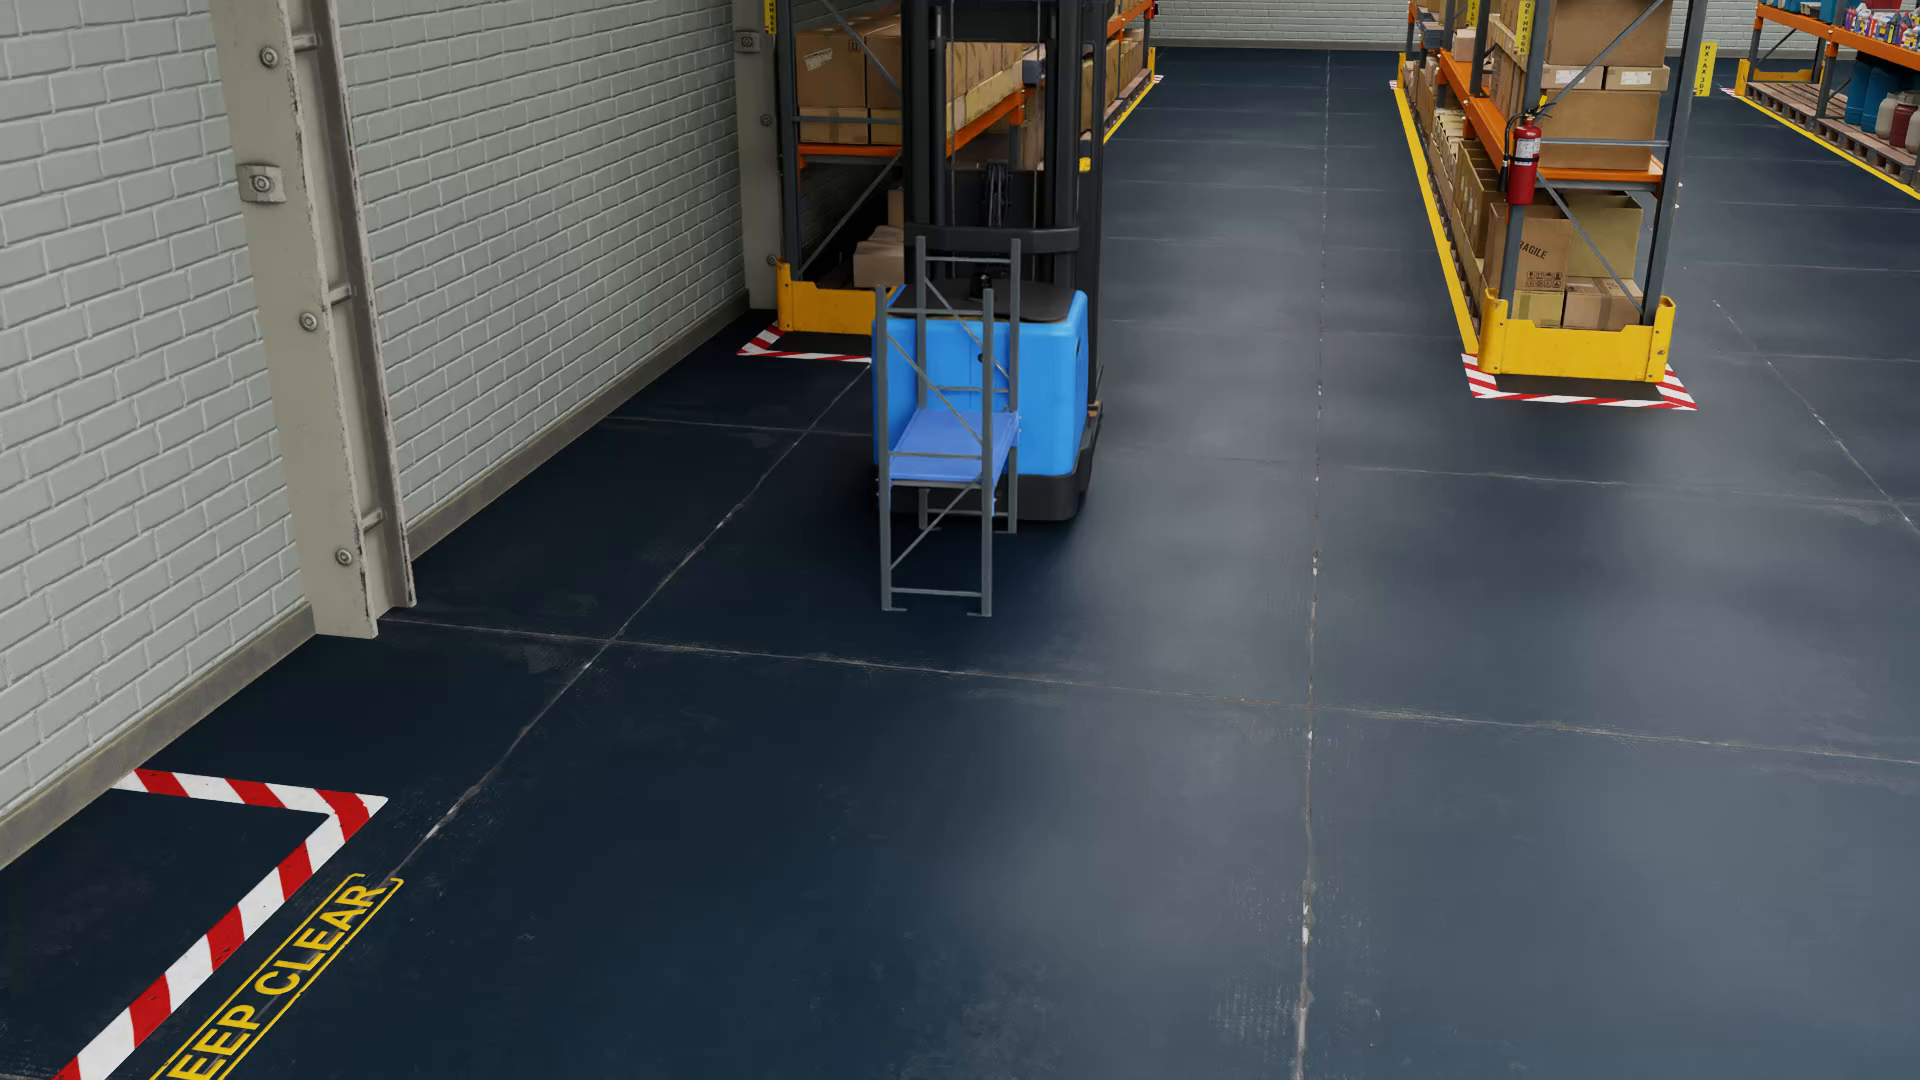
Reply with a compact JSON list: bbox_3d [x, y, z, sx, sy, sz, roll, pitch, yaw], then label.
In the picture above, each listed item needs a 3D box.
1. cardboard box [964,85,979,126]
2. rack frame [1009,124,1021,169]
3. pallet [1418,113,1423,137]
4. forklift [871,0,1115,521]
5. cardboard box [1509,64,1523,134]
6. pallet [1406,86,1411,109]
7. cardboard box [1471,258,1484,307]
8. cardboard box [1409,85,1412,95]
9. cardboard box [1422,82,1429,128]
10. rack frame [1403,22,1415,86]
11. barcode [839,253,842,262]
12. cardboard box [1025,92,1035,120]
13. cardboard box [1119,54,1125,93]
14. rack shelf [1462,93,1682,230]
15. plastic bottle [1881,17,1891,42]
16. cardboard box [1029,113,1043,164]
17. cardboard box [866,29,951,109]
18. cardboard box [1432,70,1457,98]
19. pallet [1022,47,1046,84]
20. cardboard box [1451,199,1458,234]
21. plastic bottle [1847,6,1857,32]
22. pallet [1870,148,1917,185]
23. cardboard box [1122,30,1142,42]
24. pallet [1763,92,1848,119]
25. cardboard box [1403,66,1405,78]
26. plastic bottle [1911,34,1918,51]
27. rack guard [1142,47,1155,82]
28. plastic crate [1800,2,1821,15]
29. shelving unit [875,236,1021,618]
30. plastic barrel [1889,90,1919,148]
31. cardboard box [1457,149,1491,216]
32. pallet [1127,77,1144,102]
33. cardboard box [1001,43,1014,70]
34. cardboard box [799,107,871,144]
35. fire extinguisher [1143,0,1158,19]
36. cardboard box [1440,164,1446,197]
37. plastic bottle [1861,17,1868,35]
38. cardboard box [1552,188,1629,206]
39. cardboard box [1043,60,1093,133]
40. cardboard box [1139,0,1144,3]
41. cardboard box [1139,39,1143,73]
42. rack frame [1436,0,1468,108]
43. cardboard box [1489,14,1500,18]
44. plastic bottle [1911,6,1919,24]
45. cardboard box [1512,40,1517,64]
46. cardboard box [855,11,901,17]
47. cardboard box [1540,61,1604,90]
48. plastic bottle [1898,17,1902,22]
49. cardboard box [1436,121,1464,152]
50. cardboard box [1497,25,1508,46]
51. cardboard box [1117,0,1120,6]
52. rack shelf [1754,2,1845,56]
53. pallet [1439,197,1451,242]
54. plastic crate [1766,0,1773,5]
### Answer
[{"bbox_3d":[-0.143,-3.386,12.919,0.500,0.250,0.500,4,22,10],"label":"cardboard box"},{"bbox_3d":[0.061,-4.378,15.209,1.000,3.000,0.127,4,22,11],"label":"rack frame"},{"bbox_3d":[6.415,-5.334,21.314,1.003,0.211,1.213,4,22,11],"label":"pallet"},{"bbox_3d":[0.267,-1.970,9.322,1.130,2.935,3.031,3,22,8],"label":"forklift"},{"bbox_3d":[4.516,-3.321,12.451,0.700,0.500,0.500,5,23,13],"label":"cardboard box"},{"bbox_3d":[6.932,-6.332,23.795,1.003,0.211,1.213,4,22,11],"label":"pallet"},{"bbox_3d":[4.006,-1.861,12.077,0.500,0.250,0.500,4,22,11],"label":"cardboard box"},{"bbox_3d":[6.400,-6.181,22.913,0.380,0.149,0.250,4,22,11],"label":"cardboard box"},{"bbox_3d":[5.896,-5.251,20.133,0.500,0.500,0.500,4,22,9],"label":"cardboard box"},{"bbox_3d":[7.360,-8.390,25.171,1.000,3.000,0.127,4,22,11],"label":"rack frame"},{"bbox_3d":[-0.913,-2.159,12.698,0.001,0.075,0.075,4,22,11],"label":"barcode"},{"bbox_3d":[0.504,-4.574,17.448,0.500,0.250,0.500,4,22,11],"label":"cardboard box"},{"bbox_3d":[1.947,-6.605,23.522,0.700,0.500,0.500,5,22,12],"label":"cardboard box"},{"bbox_3d":[4.504,-2.937,12.593,1.077,0.370,4.000,4,22,11],"label":"rack shelf"},{"bbox_3d":[10.618,-5.849,19.034,0.097,0.271,0.097,0,22,0],"label":"plastic bottle"},{"bbox_3d":[0.489,-4.255,17.660,0.700,0.500,0.500,4,22,11],"label":"cardboard box"},{"bbox_3d":[-0.363,-3.354,11.837,0.500,0.500,0.500,4,22,11],"label":"cardboard box"},{"bbox_3d":[5.696,-5.238,19.097,0.500,0.250,0.500,5,23,13],"label":"cardboard box"},{"bbox_3d":[0.360,-4.557,15.911,1.003,0.211,1.213,4,22,11],"label":"pallet"},{"bbox_3d":[4.520,-2.775,14.346,0.500,0.250,0.500,4,22,11],"label":"cardboard box"},{"bbox_3d":[10.873,-6.344,20.247,0.061,0.283,0.133,4,22,11],"label":"plastic bottle"},{"bbox_3d":[10.696,-4.084,18.211,1.003,0.211,1.213,4,22,11],"label":"pallet"},{"bbox_3d":[2.566,-7.685,25.335,0.380,0.149,0.250,5,22,12],"label":"cardboard box"},{"bbox_3d":[11.751,-5.974,22.905,1.003,0.211,1.213,4,22,11],"label":"pallet"},{"bbox_3d":[6.887,-7.062,25.076,0.380,0.166,0.250,4,22,11],"label":"cardboard box"},{"bbox_3d":[10.389,-5.406,18.027,0.097,0.201,0.097,0,22,0],"label":"plastic bottle"},{"bbox_3d":[2.515,-7.616,26.594,1.175,0.500,0.348,4,22,11],"label":"rack guard"},{"bbox_3d":[11.453,-7.114,22.274,0.293,0.136,0.466,4,22,11],"label":"plastic crate"},{"bbox_3d":[-0.035,-0.552,7.718,0.538,1.500,1.048,3,22,8],"label":"shelving unit"},{"bbox_3d":[10.890,-4.755,18.811,0.600,0.588,0.708,4,22,11],"label":"plastic barrel"},{"bbox_3d":[4.416,-2.940,13.752,0.500,0.500,0.500,4,22,11],"label":"cardboard box"},{"bbox_3d":[2.172,-6.730,24.781,1.003,0.211,1.213,4,22,11],"label":"pallet"},{"bbox_3d":[0.171,-4.286,14.151,0.500,0.500,0.500,4,22,11],"label":"cardboard box"},{"bbox_3d":[-0.849,-3.040,12.062,0.500,0.250,0.500,5,22,12],"label":"cardboard box"},{"bbox_3d":[2.993,-8.578,26.239,0.296,0.674,0.183,4,22,11],"label":"fire extinguisher"},{"bbox_3d":[4.921,-3.467,16.065,0.500,0.250,0.500,5,22,12],"label":"cardboard box"},{"bbox_3d":[10.780,-6.106,19.766,0.097,0.201,0.097,0,22,0],"label":"plastic bottle"},{"bbox_3d":[4.612,-2.352,12.293,0.500,0.500,0.500,4,22,11],"label":"cardboard box"},{"bbox_3d":[1.156,-5.297,19.807,0.750,0.750,0.750,4,22,10],"label":"cardboard box"},{"bbox_3d":[2.278,-8.452,24.922,0.980,0.700,0.700,4,22,10],"label":"cardboard box"},{"bbox_3d":[2.465,-7.538,25.840,0.700,0.500,0.500,4,22,11],"label":"cardboard box"},{"bbox_3d":[5.728,-5.465,17.907,1.000,3.000,0.127,4,22,11],"label":"rack frame"},{"bbox_3d":[5.401,-4.896,16.361,0.500,0.500,0.500,3,22,8],"label":"cardboard box"},{"bbox_3d":[11.384,-6.176,19.738,0.144,0.351,0.185,4,22,11],"label":"plastic bottle"},{"bbox_3d":[4.301,-3.608,12.294,0.380,0.149,0.250,4,22,10],"label":"cardboard box"},{"bbox_3d":[-0.550,-3.948,13.312,0.500,0.500,0.500,5,22,12],"label":"cardboard box"},{"bbox_3d":[3.987,-3.040,10.885,0.380,0.149,0.250,4,22,10],"label":"cardboard box"},{"bbox_3d":[10.599,-5.742,18.751,0.061,0.283,0.133,4,22,11],"label":"plastic bottle"},{"bbox_3d":[5.128,-4.096,16.876,0.500,0.311,0.500,4,22,9],"label":"cardboard box"},{"bbox_3d":[4.565,-4.079,13.465,0.380,0.149,0.250,4,22,10],"label":"cardboard box"},{"bbox_3d":[1.846,-7.309,21.928,0.500,0.500,0.500,4,22,10],"label":"cardboard box"},{"bbox_3d":[11.801,-6.946,22.549,1.077,0.370,4.000,4,22,11],"label":"rack shelf"},{"bbox_3d":[5.024,-2.981,15.472,1.003,0.211,1.213,4,22,11],"label":"pallet"},{"bbox_3d":[11.689,-7.741,23.831,0.250,0.136,0.298,4,22,11],"label":"plastic crate"}]
